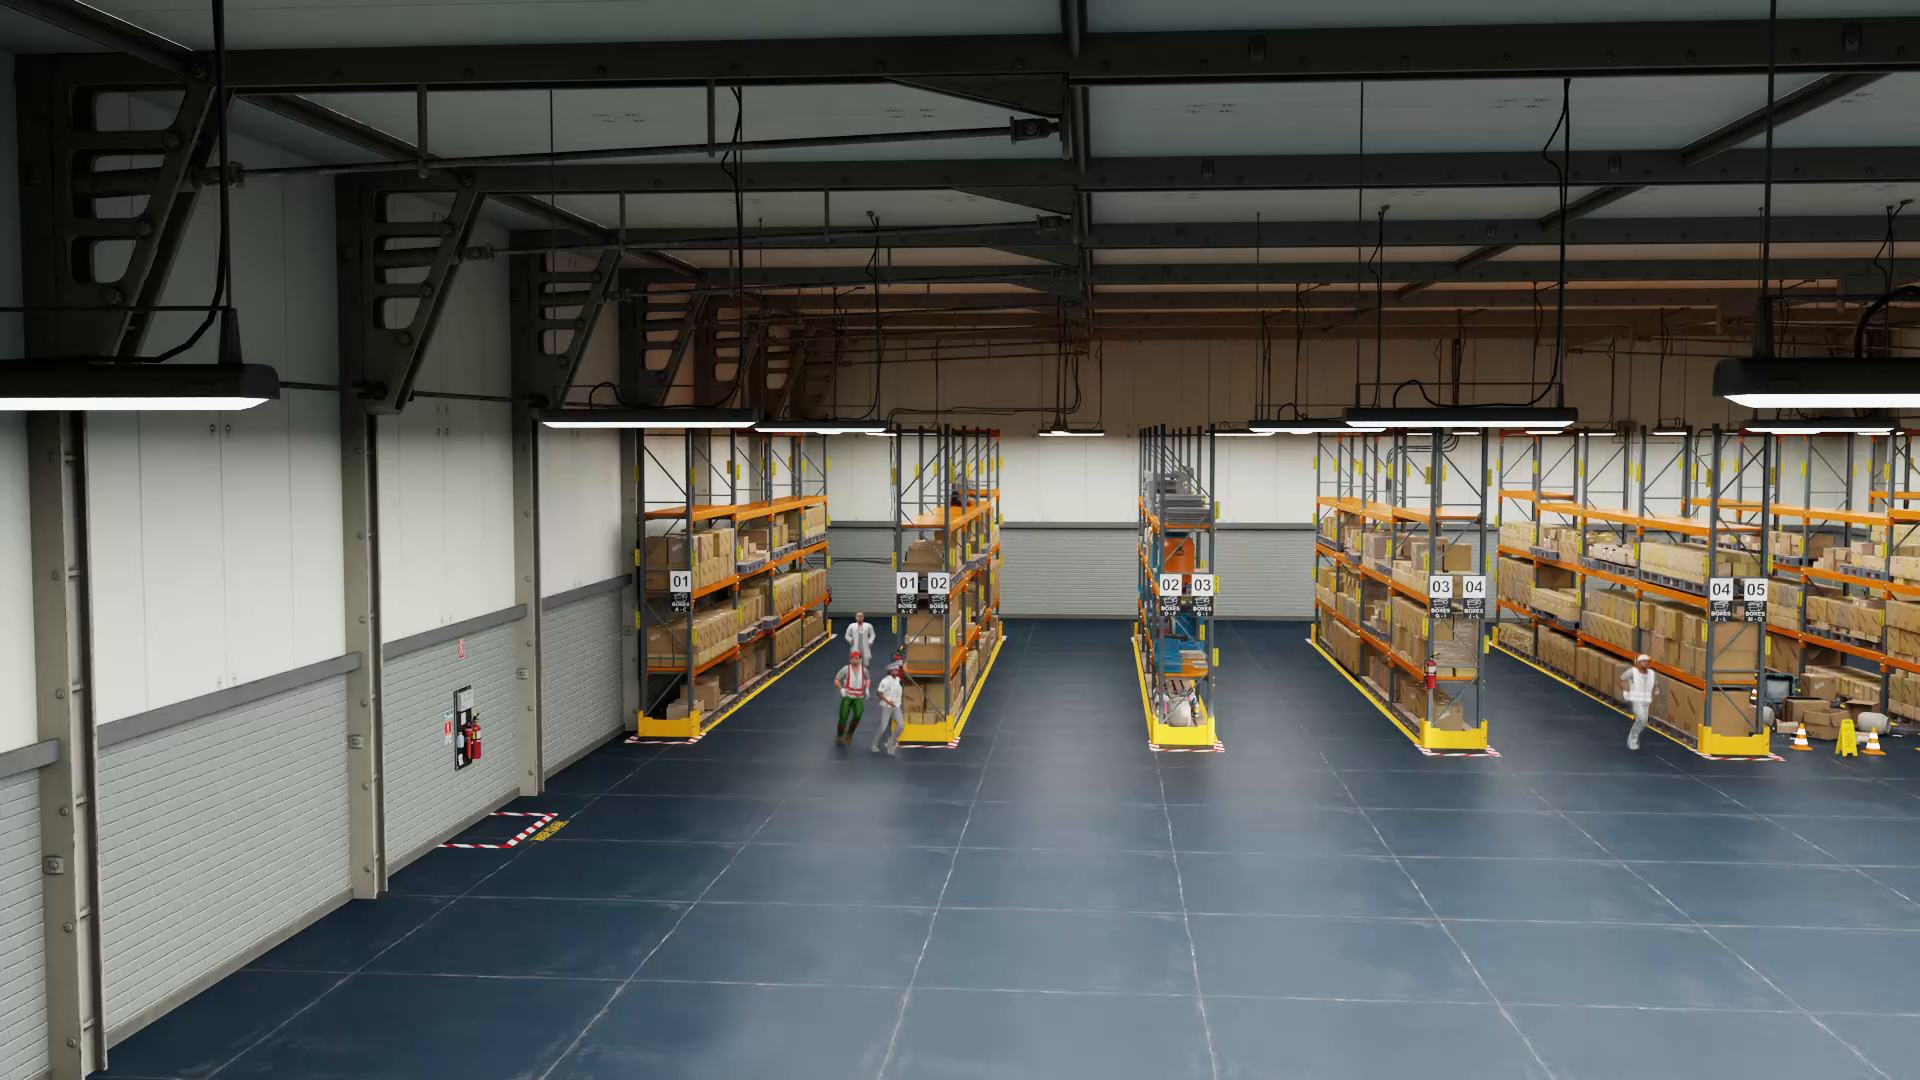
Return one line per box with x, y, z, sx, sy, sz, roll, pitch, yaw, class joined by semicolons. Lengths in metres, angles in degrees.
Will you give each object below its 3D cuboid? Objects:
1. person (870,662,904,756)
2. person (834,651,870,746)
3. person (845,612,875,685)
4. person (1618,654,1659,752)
-1.248;3.061;30.267;0.651;1.686;0.650;-3;5;-40;person
-1.997;2.956;31.112;0.717;1.743;0.632;-1;4;-14;person
-2.285;2.526;38.184;0.703;1.729;0.651;0;3;-6;person
12.563;2.986;30.620;0.668;1.757;0.622;-1;4;-9;person
